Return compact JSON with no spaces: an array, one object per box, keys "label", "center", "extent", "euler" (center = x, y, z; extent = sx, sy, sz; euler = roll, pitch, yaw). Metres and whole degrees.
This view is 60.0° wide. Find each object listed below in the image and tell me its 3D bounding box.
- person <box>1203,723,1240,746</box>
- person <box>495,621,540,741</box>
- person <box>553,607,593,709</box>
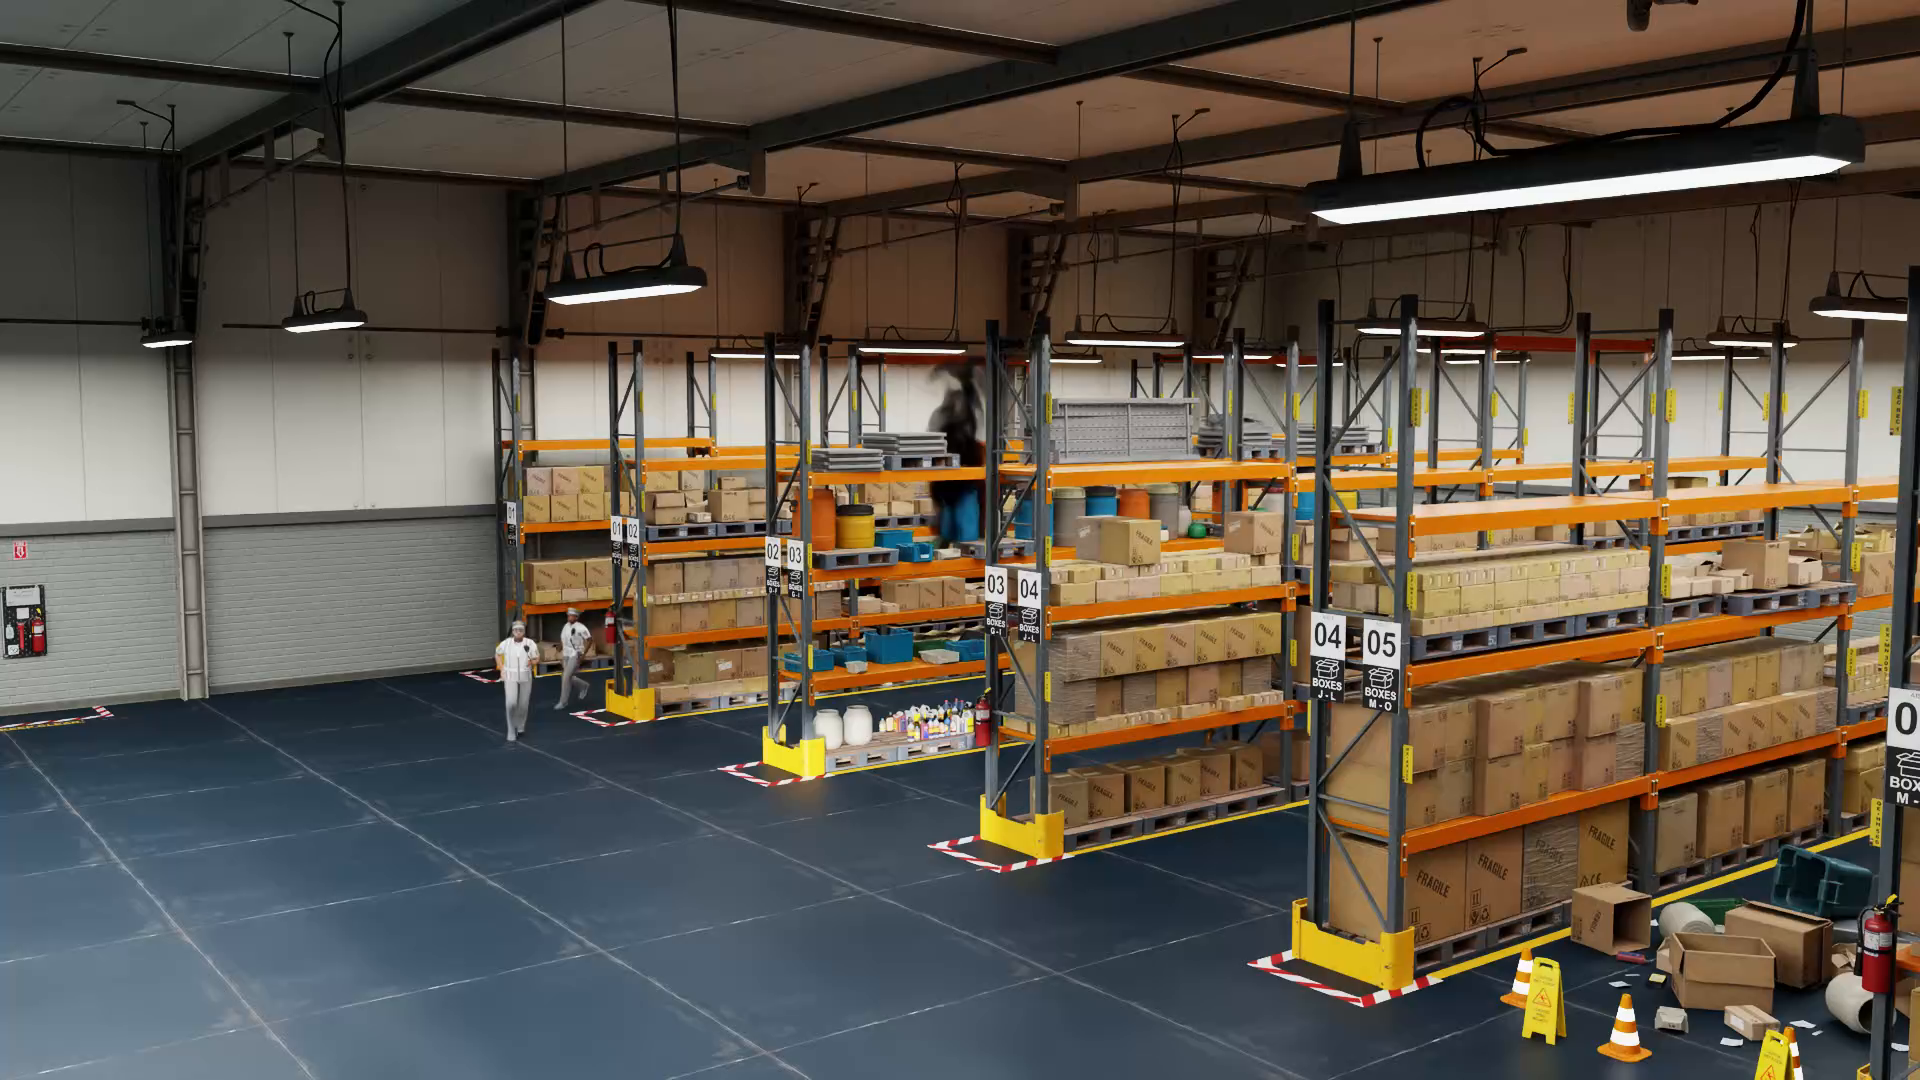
[{"label":"person","center":[3.582,2.014,23.338],"extent":[0.915,1.783,0.644],"euler":[-4,6,-35]},{"label":"person","center":[-6.612,2.113,24.913],"extent":[0.636,1.836,0.763],"euler":[-2,5,-20]},{"label":"person","center":[-6.367,1.934,27.548],"extent":[0.616,1.683,0.803],"euler":[3,6,34]}]
